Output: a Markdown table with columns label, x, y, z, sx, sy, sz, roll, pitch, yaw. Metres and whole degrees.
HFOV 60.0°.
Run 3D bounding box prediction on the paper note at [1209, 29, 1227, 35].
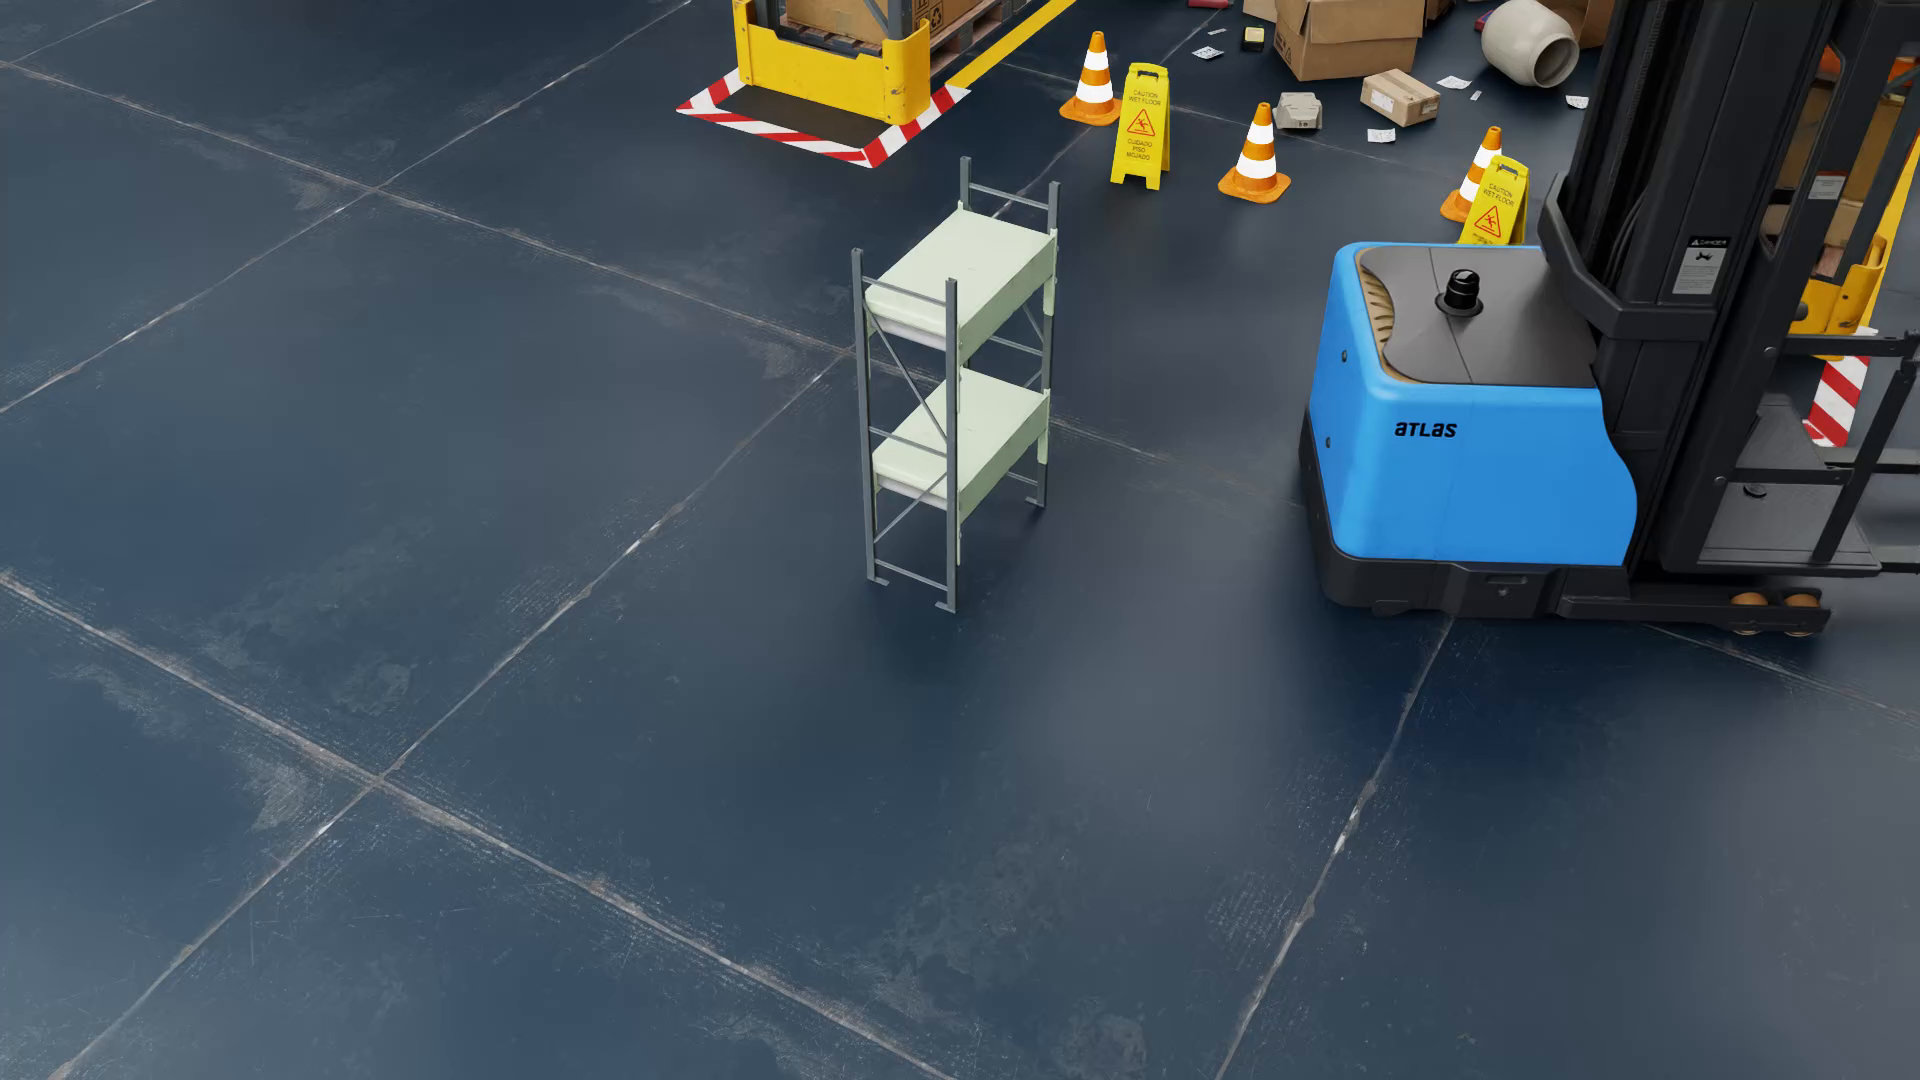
| label | x | y | z | sx | sy | sz | roll | pitch | yaw |
| --- | --- | --- | --- | --- | --- | --- | --- | --- | --- |
| paper note | 1.598 | -3.157 | 10.328 | 0.123 | 0.001 | 0.032 | -21 | 45 | -22 |

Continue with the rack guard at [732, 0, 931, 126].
| label | x | y | z | sx | sy | sz | roll | pitch | yaw |
| --- | --- | --- | --- | --- | --- | --- | --- | --- | --- |
| rack guard | -0.738 | -2.810 | 9.562 | 1.175 | 0.500 | 0.348 | 21 | 45 | 22 |

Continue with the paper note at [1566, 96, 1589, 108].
| label | x | y | z | sx | sy | sz | roll | pitch | yaw |
| --- | --- | --- | --- | --- | --- | --- | --- | --- | --- |
| paper note | 3.583 | -2.537 | 9.607 | 0.142 | 0.019 | 0.148 | 7 | 42 | 8 |

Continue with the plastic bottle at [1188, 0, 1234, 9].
| label | x | y | z | sx | sy | sz | roll | pitch | yaw |
| --- | --- | --- | --- | --- | --- | --- | --- | --- | --- |
| plastic bottle | 1.606 | -3.447 | 10.618 | 0.283 | 0.061 | 0.133 | 7 | 42 | 8 |

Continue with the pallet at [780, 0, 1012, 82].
| label | x | y | z | sx | sy | sz | roll | pitch | yaw |
| --- | --- | --- | --- | --- | --- | --- | --- | --- | --- |
| pallet | -0.394 | -3.198 | 10.222 | 1.003 | 0.211 | 1.213 | 21 | 45 | 22 |

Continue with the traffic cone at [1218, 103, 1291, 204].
| label | x | y | z | sx | sy | sz | roll | pitch | yaw |
| --- | --- | --- | --- | --- | --- | --- | --- | --- | --- |
| traffic cone | 1.577 | -2.075 | 8.757 | 0.336 | 0.463 | 0.334 | 21 | 45 | 22 |

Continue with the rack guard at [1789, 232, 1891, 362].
| label | x | y | z | sx | sy | sz | roll | pitch | yaw |
| --- | --- | --- | --- | --- | --- | --- | --- | --- | --- |
| rack guard | 3.648 | -1.288 | 7.834 | 1.175 | 0.500 | 0.348 | 21 | 45 | 22 |

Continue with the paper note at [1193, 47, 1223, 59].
| label | x | y | z | sx | sy | sz | roll | pitch | yaw |
| --- | --- | --- | --- | --- | --- | --- | --- | --- | --- |
| paper note | 1.507 | -2.959 | 10.088 | 0.142 | 0.017 | 0.144 | -29 | 49 | -29 |

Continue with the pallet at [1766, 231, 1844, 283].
| label | x | y | z | sx | sy | sz | roll | pitch | yaw |
| --- | --- | --- | --- | --- | --- | --- | --- | --- | --- |
| pallet | 4.085 | -1.632 | 8.444 | 1.003 | 0.211 | 1.213 | 21 | 45 | 22 |

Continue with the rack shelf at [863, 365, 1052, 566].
| label | x | y | z | sx | sy | sz | roll | pitch | yaw |
| --- | --- | --- | --- | --- | --- | --- | --- | --- | --- |
| rack shelf | -0.003 | -0.314 | 6.465 | 0.431 | 0.370 | 0.720 | 21 | 45 | 22 |

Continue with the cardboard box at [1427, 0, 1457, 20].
| label | x | y | z | sx | sy | sz | roll | pitch | yaw |
| --- | --- | --- | --- | --- | --- | --- | --- | --- | --- |
| cardboard box | 2.758 | -3.677 | 10.441 | 0.797 | 0.637 | 0.503 | 21 | 45 | 22 |

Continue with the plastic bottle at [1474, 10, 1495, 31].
| label | x | y | z | sx | sy | sz | roll | pitch | yaw |
| --- | --- | --- | --- | --- | --- | --- | --- | --- | --- |
| plastic bottle | 3.342 | -3.250 | 10.394 | 0.133 | 0.061 | 0.283 | 29 | 49 | 29 |

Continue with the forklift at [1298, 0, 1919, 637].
| label | x | y | z | sx | sy | sz | roll | pitch | yaw |
| --- | --- | --- | --- | --- | --- | --- | --- | --- | --- |
| forklift | 2.931 | -1.094 | 5.775 | 3.031 | 2.935 | 1.130 | 2 | 41 | 2 |

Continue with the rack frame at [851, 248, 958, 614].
| label | x | y | z | sx | sy | sz | roll | pitch | yaw |
| --- | --- | --- | --- | --- | --- | --- | --- | --- | --- |
| rack frame | -0.186 | -0.350 | 6.012 | 0.400 | 1.500 | 0.023 | 21 | 45 | 22 |

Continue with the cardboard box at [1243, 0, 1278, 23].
| label | x | y | z | sx | sy | sz | roll | pitch | yaw |
| --- | --- | --- | --- | --- | --- | --- | --- | --- | --- |
| cardboard box | 2.010 | -3.432 | 10.446 | 0.396 | 0.266 | 0.258 | 29 | 49 | 29 |

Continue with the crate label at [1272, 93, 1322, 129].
| label | x | y | z | sx | sy | sz | roll | pitch | yaw |
| --- | --- | --- | --- | --- | --- | --- | --- | --- | --- |
| crate label | 1.917 | -2.424 | 9.398 | 0.250 | 0.136 | 0.298 | 0 | 41 | 0 |

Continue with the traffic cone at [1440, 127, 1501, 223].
| label | x | y | z | sx | sy | sz | roll | pitch | yaw |
| --- | --- | --- | --- | --- | --- | --- | --- | --- | --- |
| traffic cone | 2.708 | -1.903 | 8.561 | 0.336 | 0.463 | 0.334 | 21 | 45 | 22 |

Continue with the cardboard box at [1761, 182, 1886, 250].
| label | x | y | z | sx | sy | sz | roll | pitch | yaw |
| --- | --- | --- | --- | --- | --- | --- | --- | --- | --- |
| cardboard box | 4.253 | -1.678 | 8.149 | 0.500 | 0.250 | 0.500 | 21 | 45 | 22 |

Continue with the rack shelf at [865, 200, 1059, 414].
| label | x | y | z | sx | sy | sz | roll | pitch | yaw |
| --- | --- | --- | --- | --- | --- | --- | --- | --- | --- |
| rack shelf | -0.003 | -0.852 | 5.992 | 0.431 | 0.370 | 0.720 | 21 | 45 | 22 |

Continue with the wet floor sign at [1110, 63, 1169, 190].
| label | x | y | z | sx | sy | sz | roll | pitch | yaw |
| --- | --- | --- | --- | --- | --- | --- | --- | --- | --- |
| wet floor sign | 0.973 | -2.207 | 8.767 | 0.267 | 0.644 | 0.232 | 14 | 43 | 15 |

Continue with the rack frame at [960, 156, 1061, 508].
| label | x | y | z | sx | sy | sz | roll | pitch | yaw |
| --- | --- | --- | --- | --- | --- | --- | --- | --- | --- |
| rack frame | 0.180 | -0.768 | 6.488 | 0.400 | 1.500 | 0.023 | 21 | 45 | 22 |

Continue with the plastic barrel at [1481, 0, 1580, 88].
| label | x | y | z | sx | sy | sz | roll | pitch | yaw |
| --- | --- | --- | --- | --- | --- | --- | --- | --- | --- |
| plastic barrel | 3.333 | -2.898 | 9.721 | 0.421 | 0.421 | 0.512 | -14 | 43 | -15 |

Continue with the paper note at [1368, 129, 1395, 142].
| label | x | y | z | sx | sy | sz | roll | pitch | yaw |
| --- | --- | --- | --- | --- | --- | --- | --- | --- | --- |
| paper note | 2.360 | -2.267 | 9.301 | 0.148 | 0.019 | 0.142 | 7 | 42 | 8 |

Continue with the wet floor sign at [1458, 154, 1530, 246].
| label | x | y | z | sx | sy | sz | roll | pitch | yaw |
| --- | --- | --- | --- | --- | --- | --- | --- | --- | --- |
| wet floor sign | 2.588 | -1.544 | 8.015 | 0.232 | 0.644 | 0.267 | -29 | 49 | -29 |

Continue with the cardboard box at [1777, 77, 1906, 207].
| label | x | y | z | sx | sy | sz | roll | pitch | yaw |
| --- | --- | --- | --- | --- | --- | --- | --- | --- | --- |
| cardboard box | 4.264 | -1.973 | 7.917 | 0.500 | 0.500 | 0.500 | 19 | 45 | 21 |

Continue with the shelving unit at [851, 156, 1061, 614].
| label | x | y | z | sx | sy | sz | roll | pitch | yaw |
| --- | --- | --- | --- | --- | --- | --- | --- | --- | --- |
| shelving unit | -0.003 | -0.559 | 6.250 | 0.431 | 1.500 | 0.755 | 21 | 45 | 22 |

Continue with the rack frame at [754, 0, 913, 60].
| label | x | y | z | sx | sy | sz | roll | pitch | yaw |
| --- | --- | --- | --- | --- | --- | --- | --- | --- | --- |
| rack frame | -0.726 | -3.762 | 8.752 | 1.000 | 3.000 | 0.127 | 21 | 45 | 22 |

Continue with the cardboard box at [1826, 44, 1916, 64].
| label | x | y | z | sx | sy | sz | roll | pitch | yaw |
| --- | --- | --- | --- | --- | --- | --- | --- | --- | --- |
| cardboard box | 3.959 | -2.214 | 7.184 | 0.380 | 0.149 | 0.250 | 21 | 46 | 22 |

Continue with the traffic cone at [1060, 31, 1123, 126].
| label | x | y | z | sx | sy | sz | roll | pitch | yaw |
| --- | --- | --- | --- | --- | --- | --- | --- | --- | --- |
| traffic cone | 0.769 | -2.644 | 9.402 | 0.336 | 0.463 | 0.334 | 21 | 45 | 22 |

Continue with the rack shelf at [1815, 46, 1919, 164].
| label | x | y | z | sx | sy | sz | roll | pitch | yaw |
| --- | --- | --- | --- | --- | --- | --- | --- | --- | --- |
| rack shelf | 4.611 | -3.057 | 8.496 | 1.077 | 0.370 | 4.000 | 21 | 45 | 22 |

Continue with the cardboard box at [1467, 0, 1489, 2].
| label | x | y | z | sx | sy | sz | roll | pitch | yaw |
| --- | --- | --- | --- | --- | --- | --- | --- | --- | --- |
| cardboard box | 3.346 | -3.689 | 10.738 | 0.258 | 0.266 | 0.396 | -7 | 42 | -7 |

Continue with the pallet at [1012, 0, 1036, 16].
| label | x | y | z | sx | sy | sz | roll | pitch | yaw |
| --- | --- | --- | --- | --- | --- | --- | --- | --- | --- |
| pallet | 0.217 | -3.894 | 11.012 | 1.003 | 0.211 | 1.213 | 21 | 45 | 22 |

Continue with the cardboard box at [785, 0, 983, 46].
| label | x | y | z | sx | sy | sz | roll | pitch | yaw |
| --- | --- | --- | --- | --- | --- | --- | --- | --- | --- |
| cardboard box | -0.444 | -3.532 | 9.781 | 0.875 | 0.875 | 0.875 | 21 | 46 | 22 |

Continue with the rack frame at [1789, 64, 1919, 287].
| label | x | y | z | sx | sy | sz | roll | pitch | yaw |
| --- | --- | --- | --- | --- | --- | --- | --- | --- | --- |
| rack frame | 3.610 | -2.182 | 6.958 | 1.000 | 3.000 | 0.127 | 21 | 45 | 22 |

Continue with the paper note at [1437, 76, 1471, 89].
| label | x | y | z | sx | sy | sz | roll | pitch | yaw |
| --- | --- | --- | --- | --- | --- | --- | --- | --- | --- |
| paper note | 2.914 | -2.699 | 9.801 | 0.142 | 0.019 | 0.148 | -29 | 49 | -29 |

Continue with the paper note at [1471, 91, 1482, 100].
| label | x | y | z | sx | sy | sz | roll | pitch | yaw |
| --- | --- | --- | --- | --- | --- | --- | --- | --- | --- |
| paper note | 3.006 | -2.589 | 9.682 | 0.032 | 0.001 | 0.123 | 21 | 45 | 22 |

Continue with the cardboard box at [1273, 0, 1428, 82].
| label | x | y | z | sx | sy | sz | roll | pitch | yaw |
| --- | --- | --- | --- | --- | --- | --- | --- | --- | --- |
| cardboard box | 2.297 | -3.088 | 9.876 | 0.797 | 0.503 | 0.637 | -7 | 42 | -7 |

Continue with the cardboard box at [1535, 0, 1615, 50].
| label | x | y | z | sx | sy | sz | roll | pitch | yaw |
| --- | --- | --- | --- | --- | --- | --- | --- | --- | --- |
| cardboard box | 3.897 | -3.371 | 10.198 | 0.500 | 0.500 | 0.500 | -14 | 43 | -15 |

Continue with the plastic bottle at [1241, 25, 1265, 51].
| label | x | y | z | sx | sy | sz | roll | pitch | yaw |
| --- | --- | --- | --- | --- | --- | --- | --- | --- | --- |
| plastic bottle | 1.803 | -3.093 | 10.216 | 0.133 | 0.061 | 0.283 | 7 | 42 | 8 |

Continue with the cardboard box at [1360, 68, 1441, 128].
| label | x | y | z | sx | sy | sz | roll | pitch | yaw |
| --- | --- | --- | --- | --- | --- | --- | --- | --- | --- |
| cardboard box | 2.517 | -2.530 | 9.510 | 0.250 | 0.149 | 0.380 | -21 | 45 | -22 |
